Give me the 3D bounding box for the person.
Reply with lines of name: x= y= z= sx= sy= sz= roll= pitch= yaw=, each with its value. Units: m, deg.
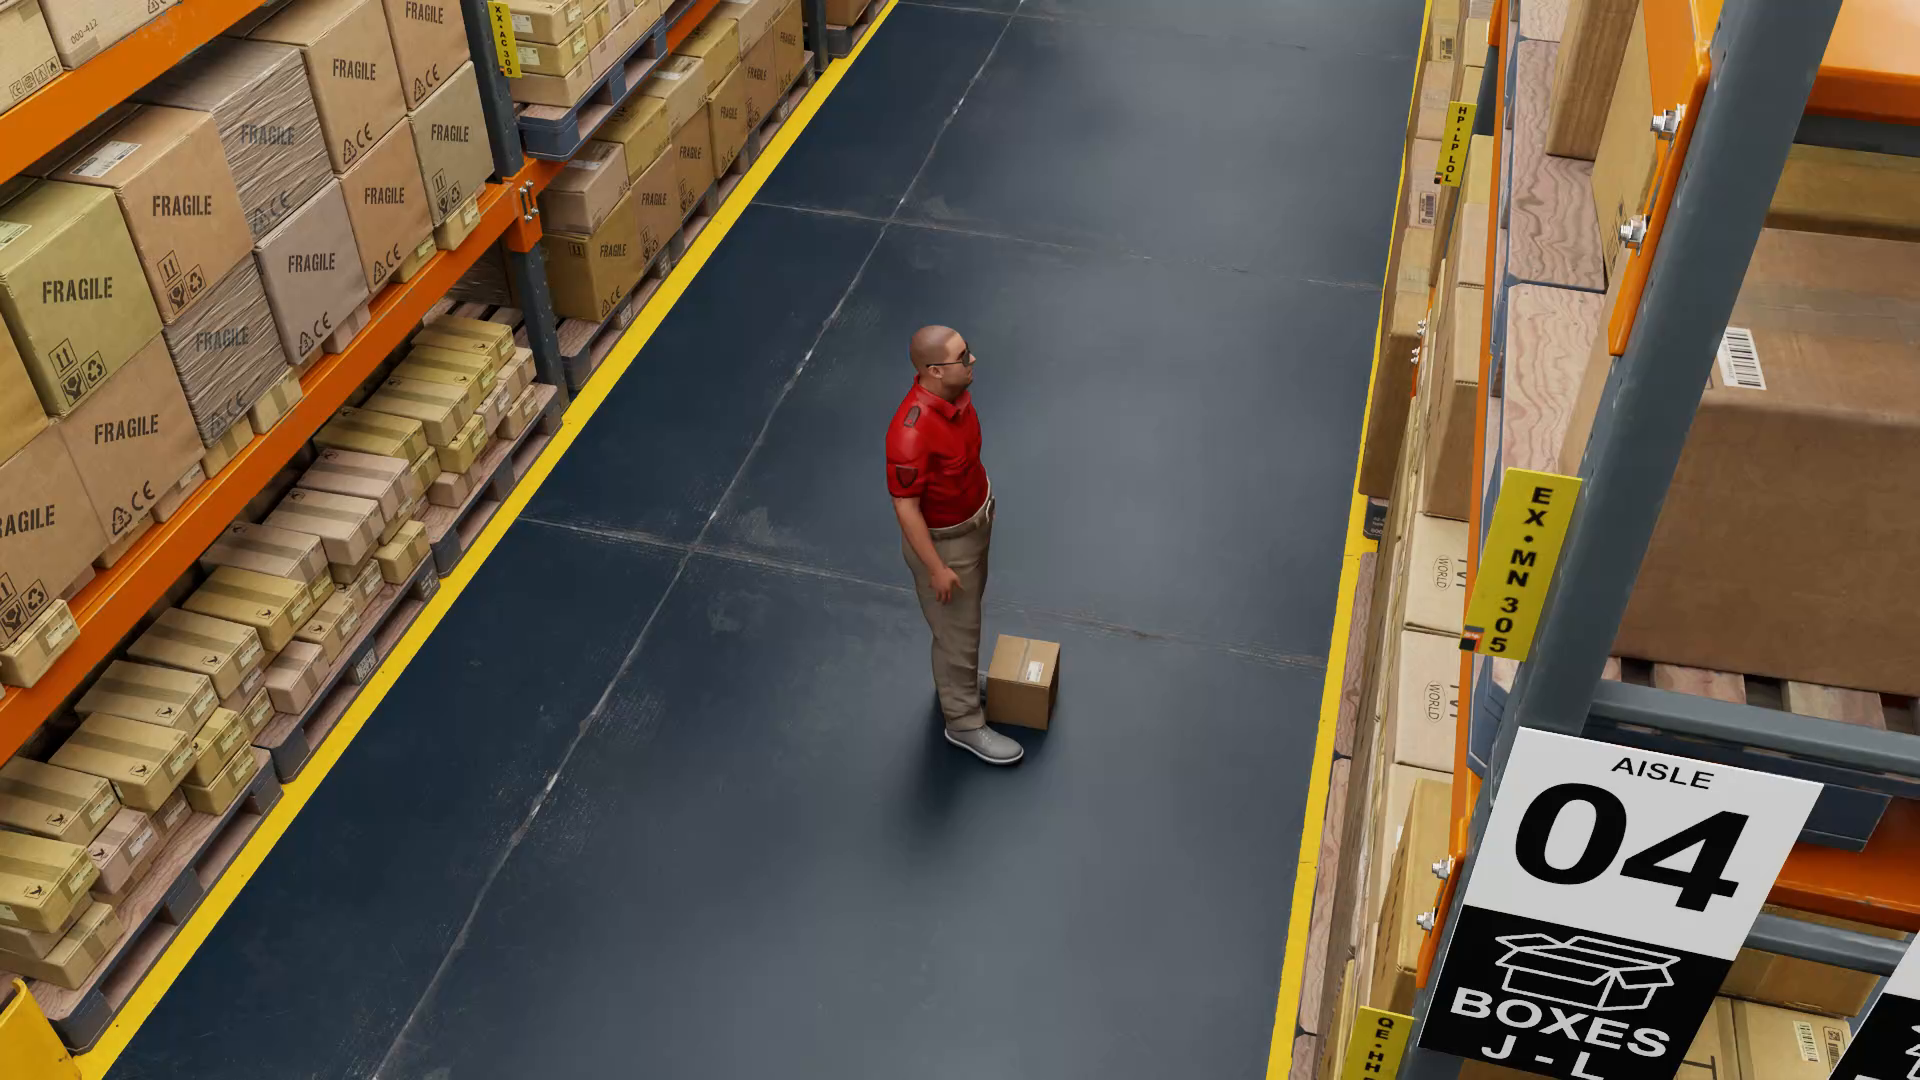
person: x=0.047 y=-0.009 z=6.168 sx=0.551 sy=1.727 sz=0.640 roll=10 pitch=42 yaw=11
